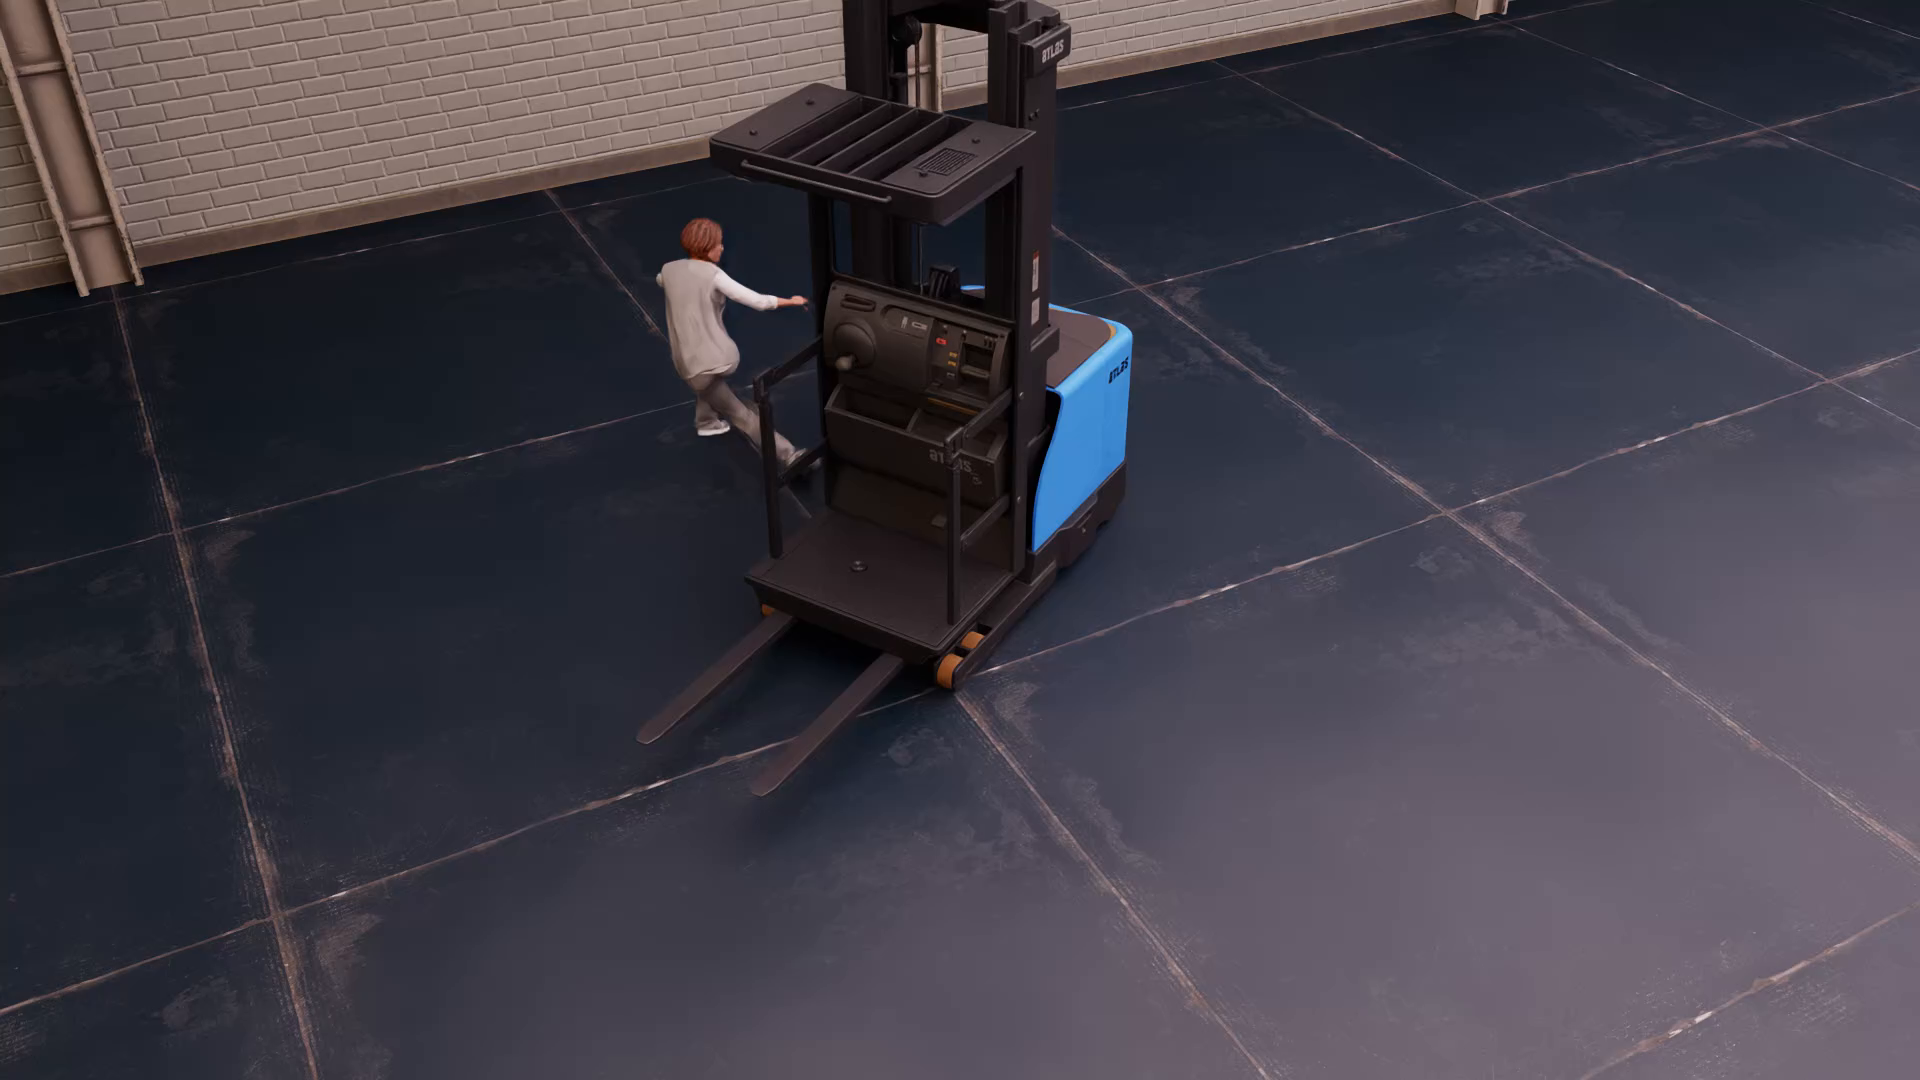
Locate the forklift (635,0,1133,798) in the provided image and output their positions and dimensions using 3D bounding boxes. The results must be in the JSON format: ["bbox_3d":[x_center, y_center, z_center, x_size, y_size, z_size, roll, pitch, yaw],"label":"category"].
[{"bbox_3d":[-0.314,-0.811,7.271,1.130,2.935,3.031,19,40,25],"label":"forklift"}]

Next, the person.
[{"bbox_3d":[-1.212,-1.090,9.028,0.827,1.382,0.937,-3,35,-5],"label":"person"}]
